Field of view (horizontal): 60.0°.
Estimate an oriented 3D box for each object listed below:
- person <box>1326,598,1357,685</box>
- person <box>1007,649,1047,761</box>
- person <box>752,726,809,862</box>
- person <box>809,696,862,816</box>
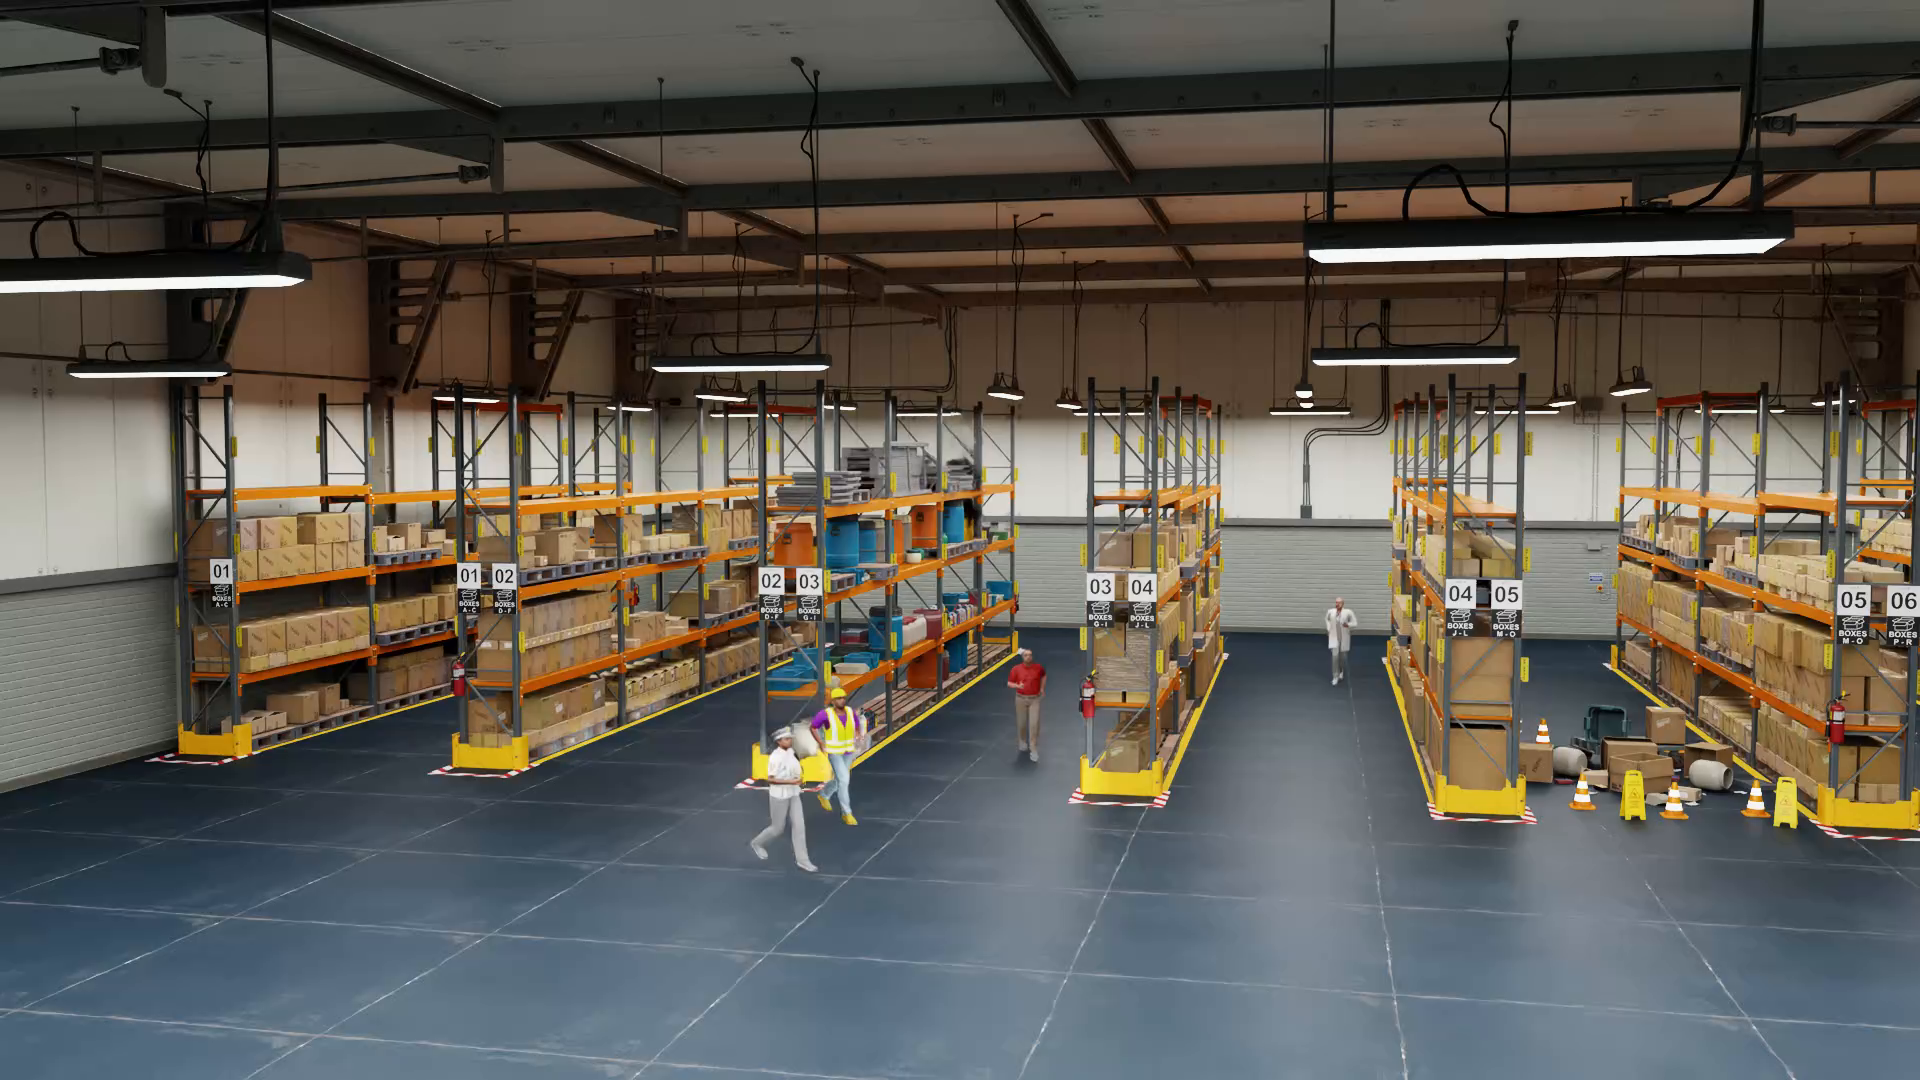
[{"bbox_3d":[8.102,2.131,35.369,0.679,1.817,0.974,1,3,17],"label":"person"},{"bbox_3d":[1.090,2.621,26.786,0.659,1.738,0.967,0,3,-3],"label":"person"},{"bbox_3d":[-2.105,2.991,19.664,0.770,1.605,0.579,2,4,33],"label":"person"},{"bbox_3d":[-1.646,2.833,22.374,0.681,1.649,0.775,-3,4,-40],"label":"person"}]
